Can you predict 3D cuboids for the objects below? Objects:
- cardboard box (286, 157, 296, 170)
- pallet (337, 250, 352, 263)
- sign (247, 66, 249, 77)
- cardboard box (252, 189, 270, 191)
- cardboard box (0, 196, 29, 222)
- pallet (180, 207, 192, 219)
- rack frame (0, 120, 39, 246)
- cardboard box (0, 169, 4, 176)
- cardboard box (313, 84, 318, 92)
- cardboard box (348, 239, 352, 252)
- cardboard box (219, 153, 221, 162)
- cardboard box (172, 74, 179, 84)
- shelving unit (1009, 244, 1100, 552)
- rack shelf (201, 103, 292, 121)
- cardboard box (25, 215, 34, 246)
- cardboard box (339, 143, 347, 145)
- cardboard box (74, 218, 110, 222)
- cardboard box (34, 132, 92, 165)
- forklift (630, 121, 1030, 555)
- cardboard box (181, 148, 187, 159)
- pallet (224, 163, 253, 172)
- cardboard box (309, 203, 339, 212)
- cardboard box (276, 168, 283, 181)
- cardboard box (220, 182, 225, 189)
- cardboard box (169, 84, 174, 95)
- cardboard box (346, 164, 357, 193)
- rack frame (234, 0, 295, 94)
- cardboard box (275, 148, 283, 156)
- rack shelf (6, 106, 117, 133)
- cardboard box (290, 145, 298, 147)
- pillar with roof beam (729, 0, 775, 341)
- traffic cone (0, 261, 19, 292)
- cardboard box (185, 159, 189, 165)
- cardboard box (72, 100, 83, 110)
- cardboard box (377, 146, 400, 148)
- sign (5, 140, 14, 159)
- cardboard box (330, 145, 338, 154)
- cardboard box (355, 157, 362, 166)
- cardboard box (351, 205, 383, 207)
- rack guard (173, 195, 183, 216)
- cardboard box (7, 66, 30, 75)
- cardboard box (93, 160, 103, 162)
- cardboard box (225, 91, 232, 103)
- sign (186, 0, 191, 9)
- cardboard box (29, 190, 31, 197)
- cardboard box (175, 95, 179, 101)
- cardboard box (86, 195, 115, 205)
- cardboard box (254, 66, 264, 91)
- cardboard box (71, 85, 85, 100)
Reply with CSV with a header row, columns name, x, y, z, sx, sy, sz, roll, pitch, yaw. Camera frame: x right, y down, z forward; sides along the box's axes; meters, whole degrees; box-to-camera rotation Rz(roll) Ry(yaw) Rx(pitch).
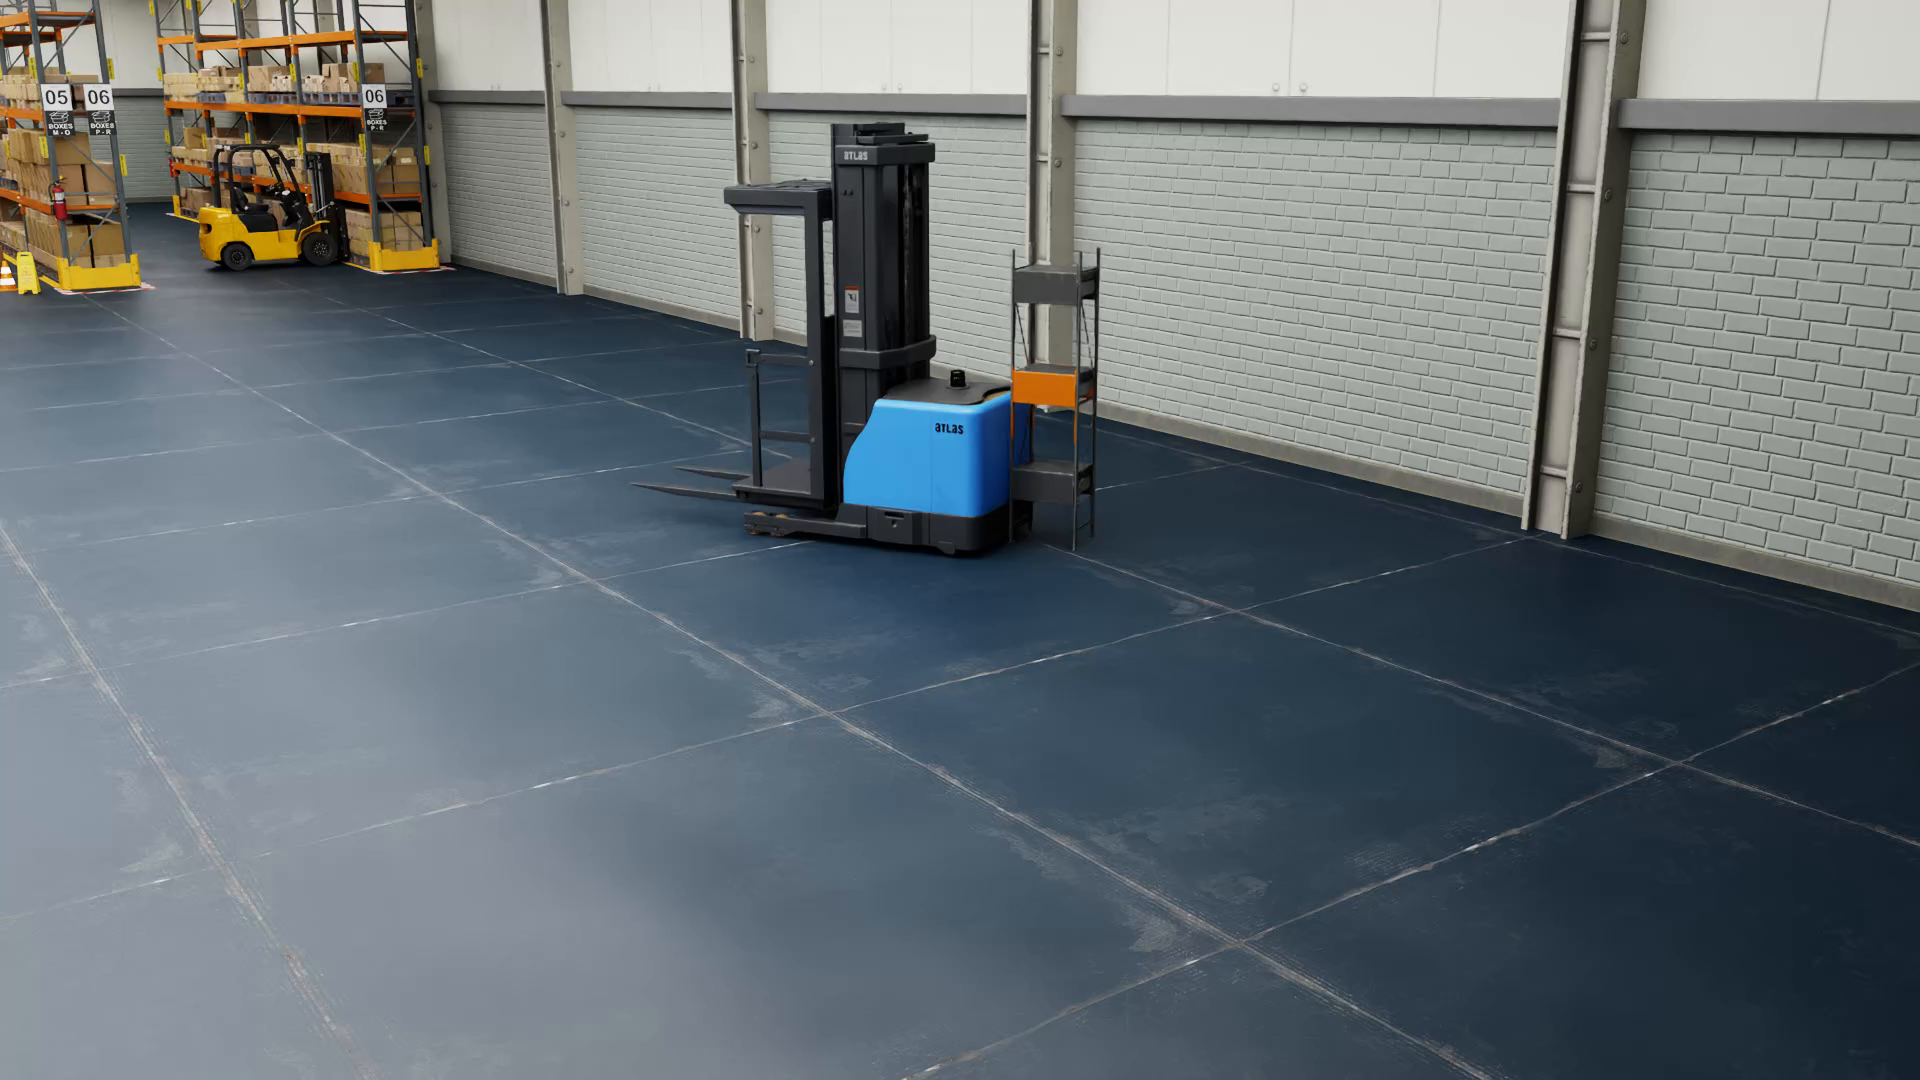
name,x,y,z,sx,sy,sz,roll,pitch,yaw
cardboard box,-13.167,-7.549,33.314,0.500,0.250,0.500,-11,19,-36
pallet,-11.208,-5.425,31.496,1.003,0.211,1.213,-11,19,-35
sign,-16.620,-10.888,38.768,0.100,0.325,0.005,-11,19,-35
cardboard box,-16.137,-8.034,38.460,0.380,0.149,0.250,-12,19,-37
cardboard box,-19.067,-6.628,33.839,0.875,0.875,0.875,-11,19,-35
pallet,-18.905,-8.238,41.774,1.003,0.211,1.213,-11,19,-35
rack frame,-18.728,-7.290,33.028,1.000,3.000,0.127,-11,19,-35
cardboard box,-18.280,-7.080,31.941,0.380,0.149,0.250,-11,19,-34
cardboard box,-11.893,-8.476,31.171,0.380,0.149,0.250,-10,18,-33
cardboard box,-11.115,-5.496,30.888,0.500,0.250,0.500,-11,19,-34
cardboard box,-16.561,-8.696,37.627,0.396,0.266,0.258,-10,18,-32
cardboard box,-18.771,-11.178,40.325,0.500,0.250,0.500,-11,19,-35
shelving unit,0.666,-1.001,11.757,0.503,2.100,0.431,7,17,23
rack shelf,-15.891,-9.588,37.105,1.077,0.370,4.000,-11,19,-35
cardboard box,-16.248,-5.506,29.502,0.500,0.500,0.500,-10,18,-32
cardboard box,-11.817,-7.630,32.290,0.380,0.149,0.250,-11,19,-36
cardboard box,-14.889,-5.259,28.600,0.500,0.500,0.500,-10,18,-33
cardboard box,-14.501,-6.330,26.876,0.700,0.500,0.500,-11,19,-36
forklift,-1.032,-1.551,12.191,3.031,2.935,1.130,7,17,23
cardboard box,-18.773,-9.486,40.774,0.500,0.250,0.500,-11,19,-36
pallet,-15.862,-8.383,37.385,1.003,0.211,1.213,-11,19,-35
cardboard box,-12.333,-6.413,32.345,0.500,0.250,0.500,-11,19,-35
cardboard box,-13.748,-7.528,34.182,0.500,0.250,0.500,-10,18,-33
cardboard box,-17.022,-8.260,38.719,0.380,0.149,0.250,-11,19,-35
cardboard box,-19.064,-11.044,40.785,0.500,0.250,0.500,-10,18,-33
cardboard box,-10.811,-6.577,30.236,0.500,0.500,0.500,-10,18,-33
rack frame,-14.715,-10.954,35.053,1.000,3.000,0.127,-11,19,-35
cardboard box,-13.738,-7.919,33.909,0.380,0.149,0.250,-11,19,-36
rack shelf,-15.200,-7.108,28.045,1.077,0.370,4.000,-11,19,-35
cardboard box,-14.013,-8.281,35.230,0.380,0.149,0.250,-11,19,-35
pillar with roof beam,-6.118,-6.304,18.063,9.100,9.000,0.400,-11,19,-35
traffic cone,-15.321,-4.249,26.725,0.336,0.463,0.334,-11,19,-35
cardboard box,-18.730,-9.252,40.675,0.380,0.149,0.250,-12,19,-36
cardboard box,-14.183,-7.070,27.020,0.380,0.149,0.250,-12,19,-36
cardboard box,-10.463,-7.132,30.472,0.380,0.149,0.250,-11,19,-34
sign,-16.823,-6.907,29.436,0.100,0.325,0.005,-11,19,-35
cardboard box,-11.594,-7.334,31.210,0.380,0.149,0.250,-11,19,-35
cardboard box,-10.616,-6.794,29.799,0.380,0.149,0.250,-11,18,-34
cardboard box,-11.321,-6.274,31.837,0.500,0.250,0.500,-11,19,-34
rack guard,-19.374,-8.547,42.358,1.175,0.500,0.348,-11,19,-35
cardboard box,-16.820,-8.358,29.789,0.500,0.250,0.500,-10,18,-33
cardboard box,-14.686,-6.136,28.060,0.500,0.500,0.500,-11,19,-36
cardboard box,-15.804,-9.721,36.514,0.500,0.250,0.500,-11,19,-35
sign,-17.517,-12.217,37.747,0.100,0.325,0.005,-11,19,-35
cardboard box,-15.962,-6.041,28.942,0.380,0.149,0.250,-10,18,-33
cardboard box,-18.884,-10.757,40.491,0.380,0.149,0.250,-11,19,-35
cardboard box,-14.057,-5.565,27.202,0.380,0.149,0.250,-11,19,-34
cardboard box,-14.109,-9.522,34.327,0.700,0.500,0.500,-11,19,-36
cardboard box,-14.104,-7.248,26.914,0.500,0.250,0.500,-11,19,-36
